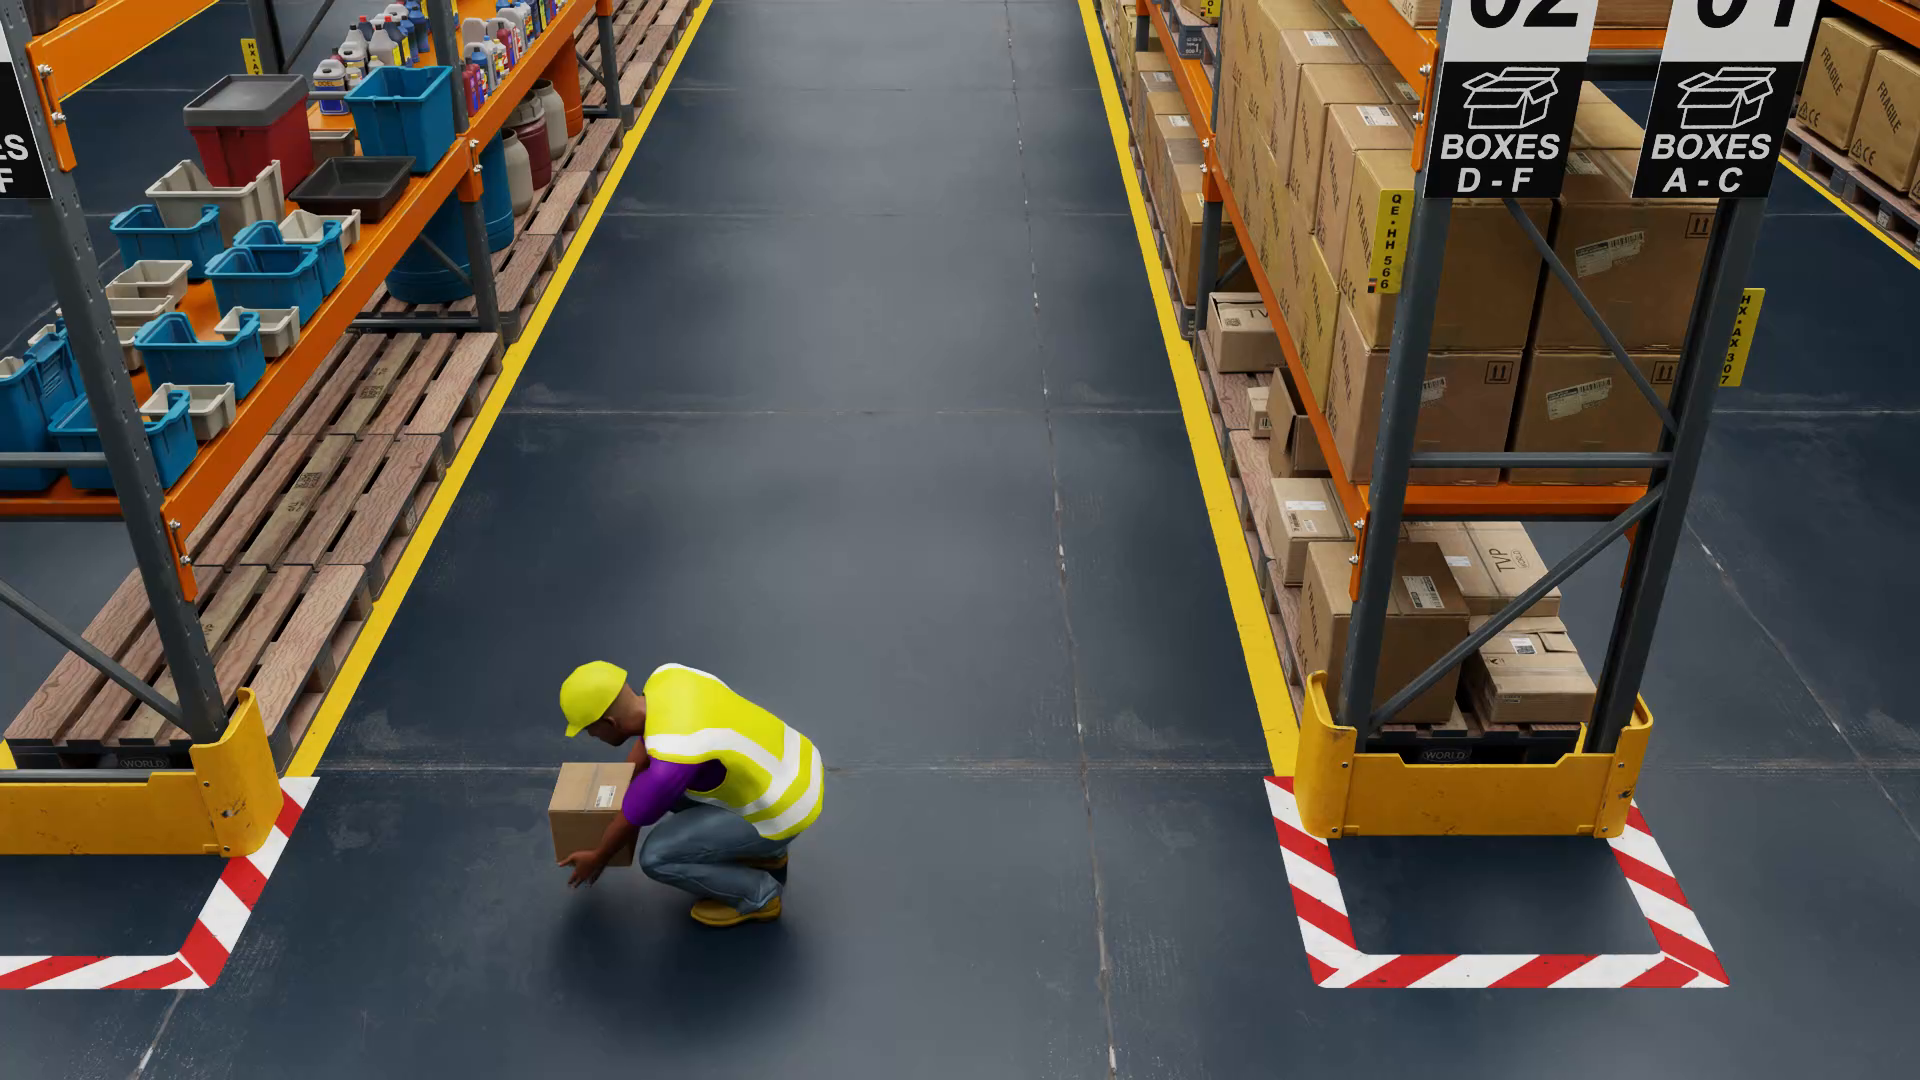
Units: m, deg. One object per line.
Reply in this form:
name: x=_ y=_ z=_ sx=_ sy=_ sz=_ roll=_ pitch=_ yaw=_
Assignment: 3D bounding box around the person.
person: x=-1.863 y=-3.137 z=12.006 sx=2.546 sy=1.000 sz=15.740 roll=-1 pitch=31 yaw=-1
